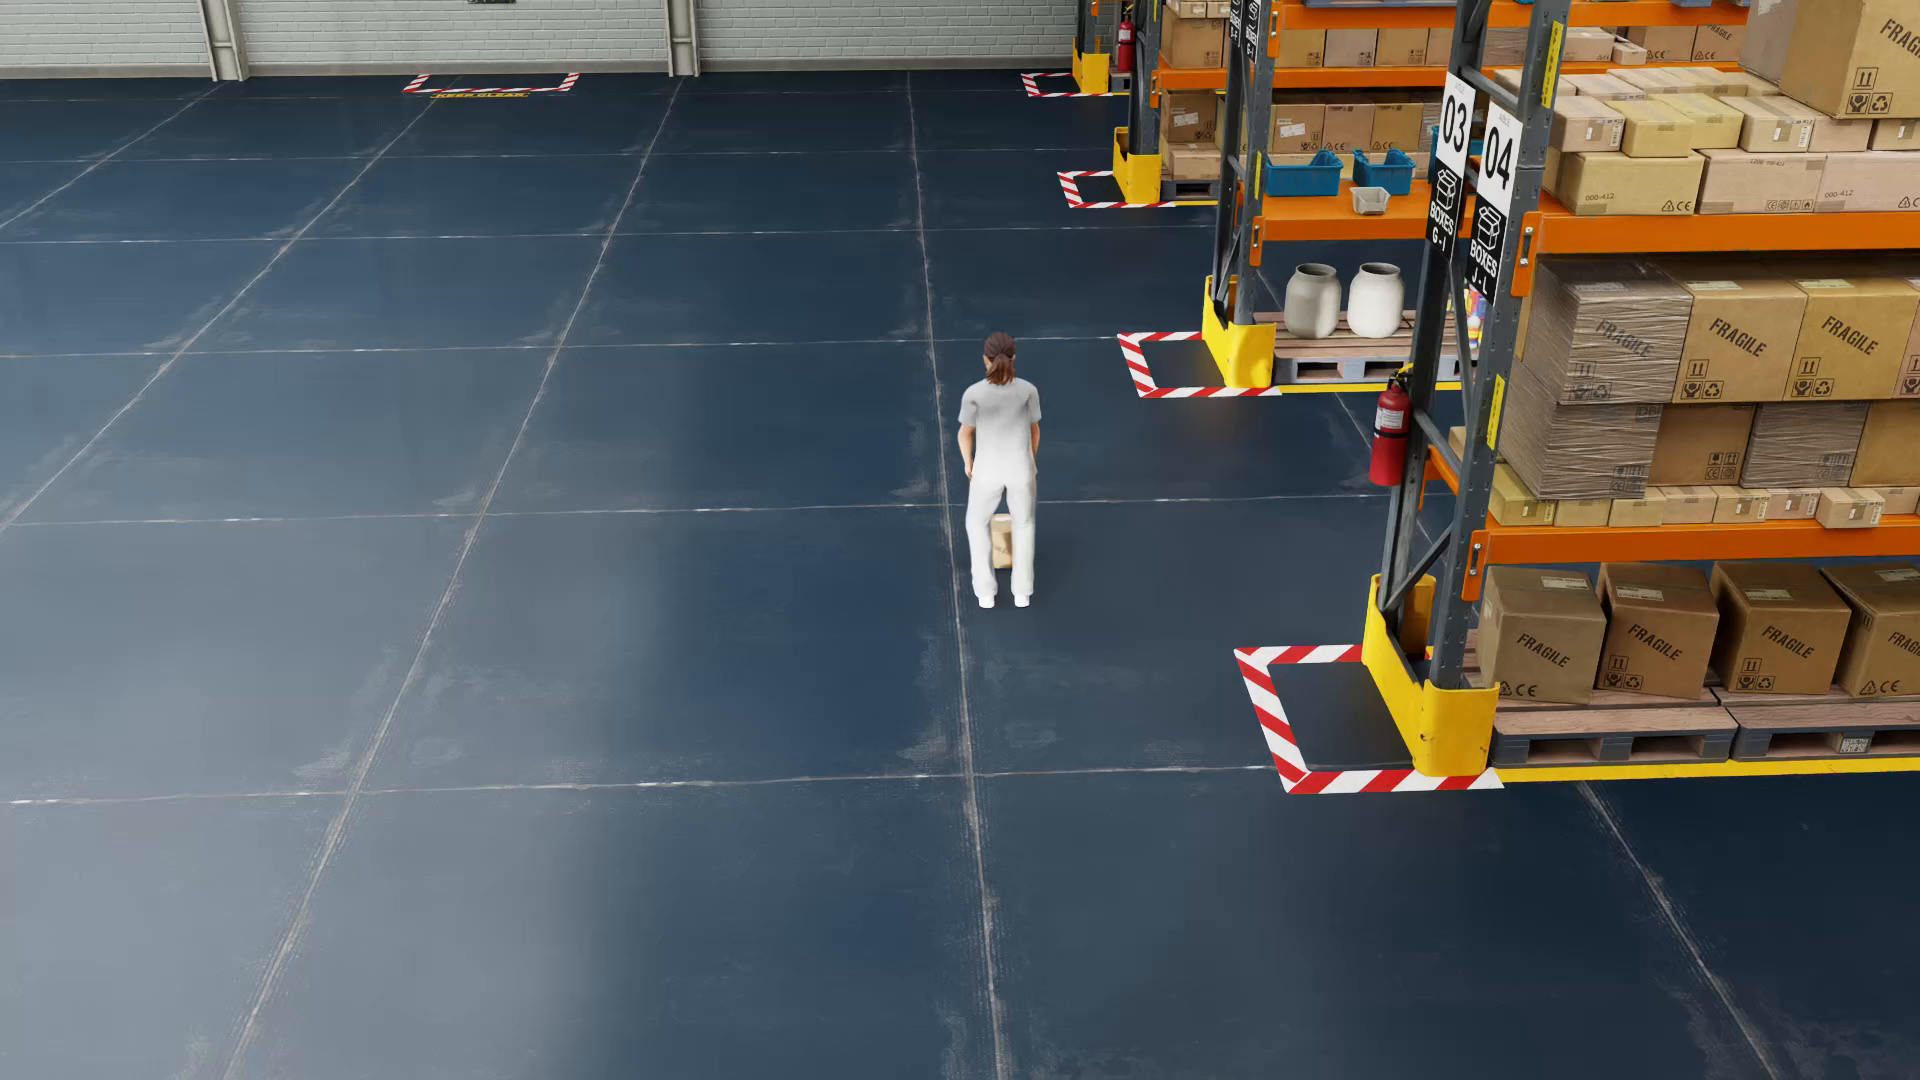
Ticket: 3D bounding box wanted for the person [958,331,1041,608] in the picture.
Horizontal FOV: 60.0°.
[{"bbox_3d":[0.222,-0.382,9.425,0.464,1.616,0.406,-1,28,-1],"label":"person"}]
